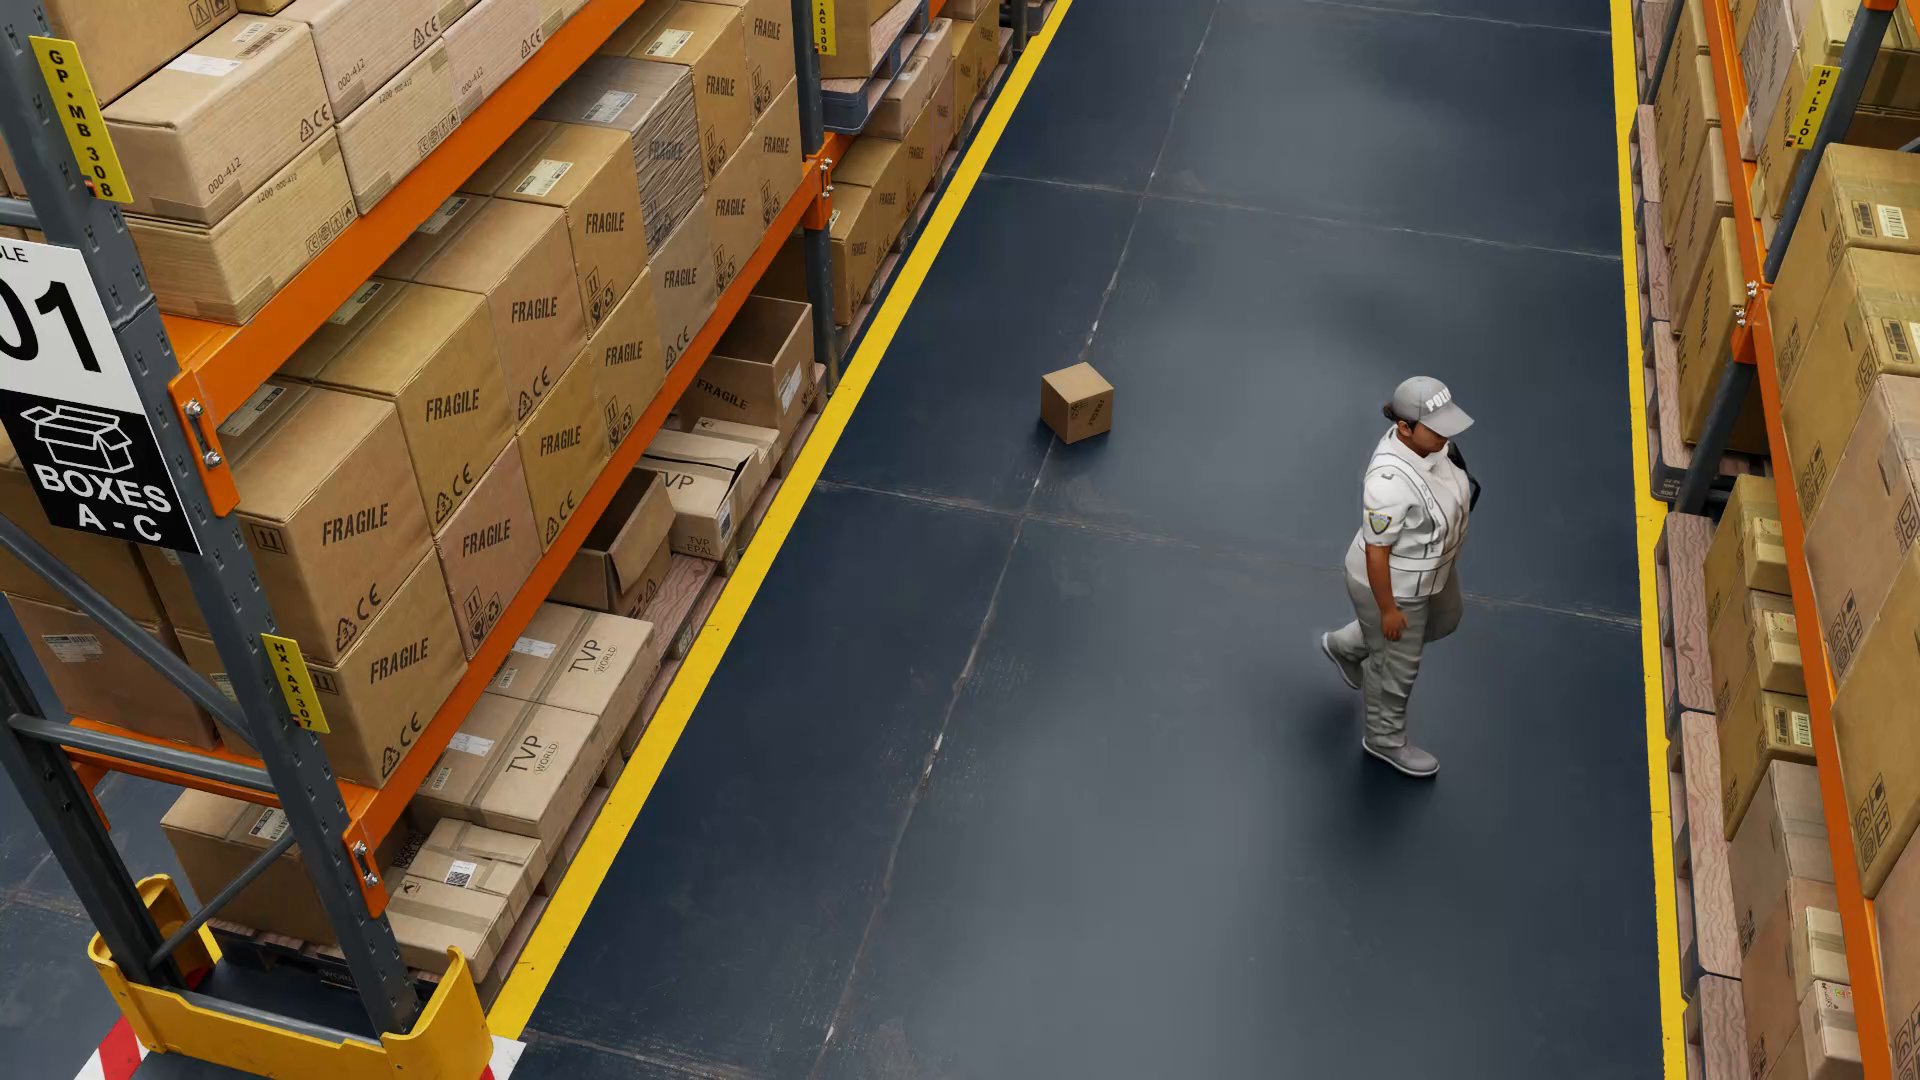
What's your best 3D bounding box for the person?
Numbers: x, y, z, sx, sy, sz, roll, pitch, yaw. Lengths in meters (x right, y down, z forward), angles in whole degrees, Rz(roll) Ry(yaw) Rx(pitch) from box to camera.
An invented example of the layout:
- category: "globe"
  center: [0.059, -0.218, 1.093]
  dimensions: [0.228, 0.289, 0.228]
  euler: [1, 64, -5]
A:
- category: "person"
  center: [1.615, 0.121, 5.986]
  dimensions: [0.592, 1.661, 0.513]
  euler: [21, 46, 22]
